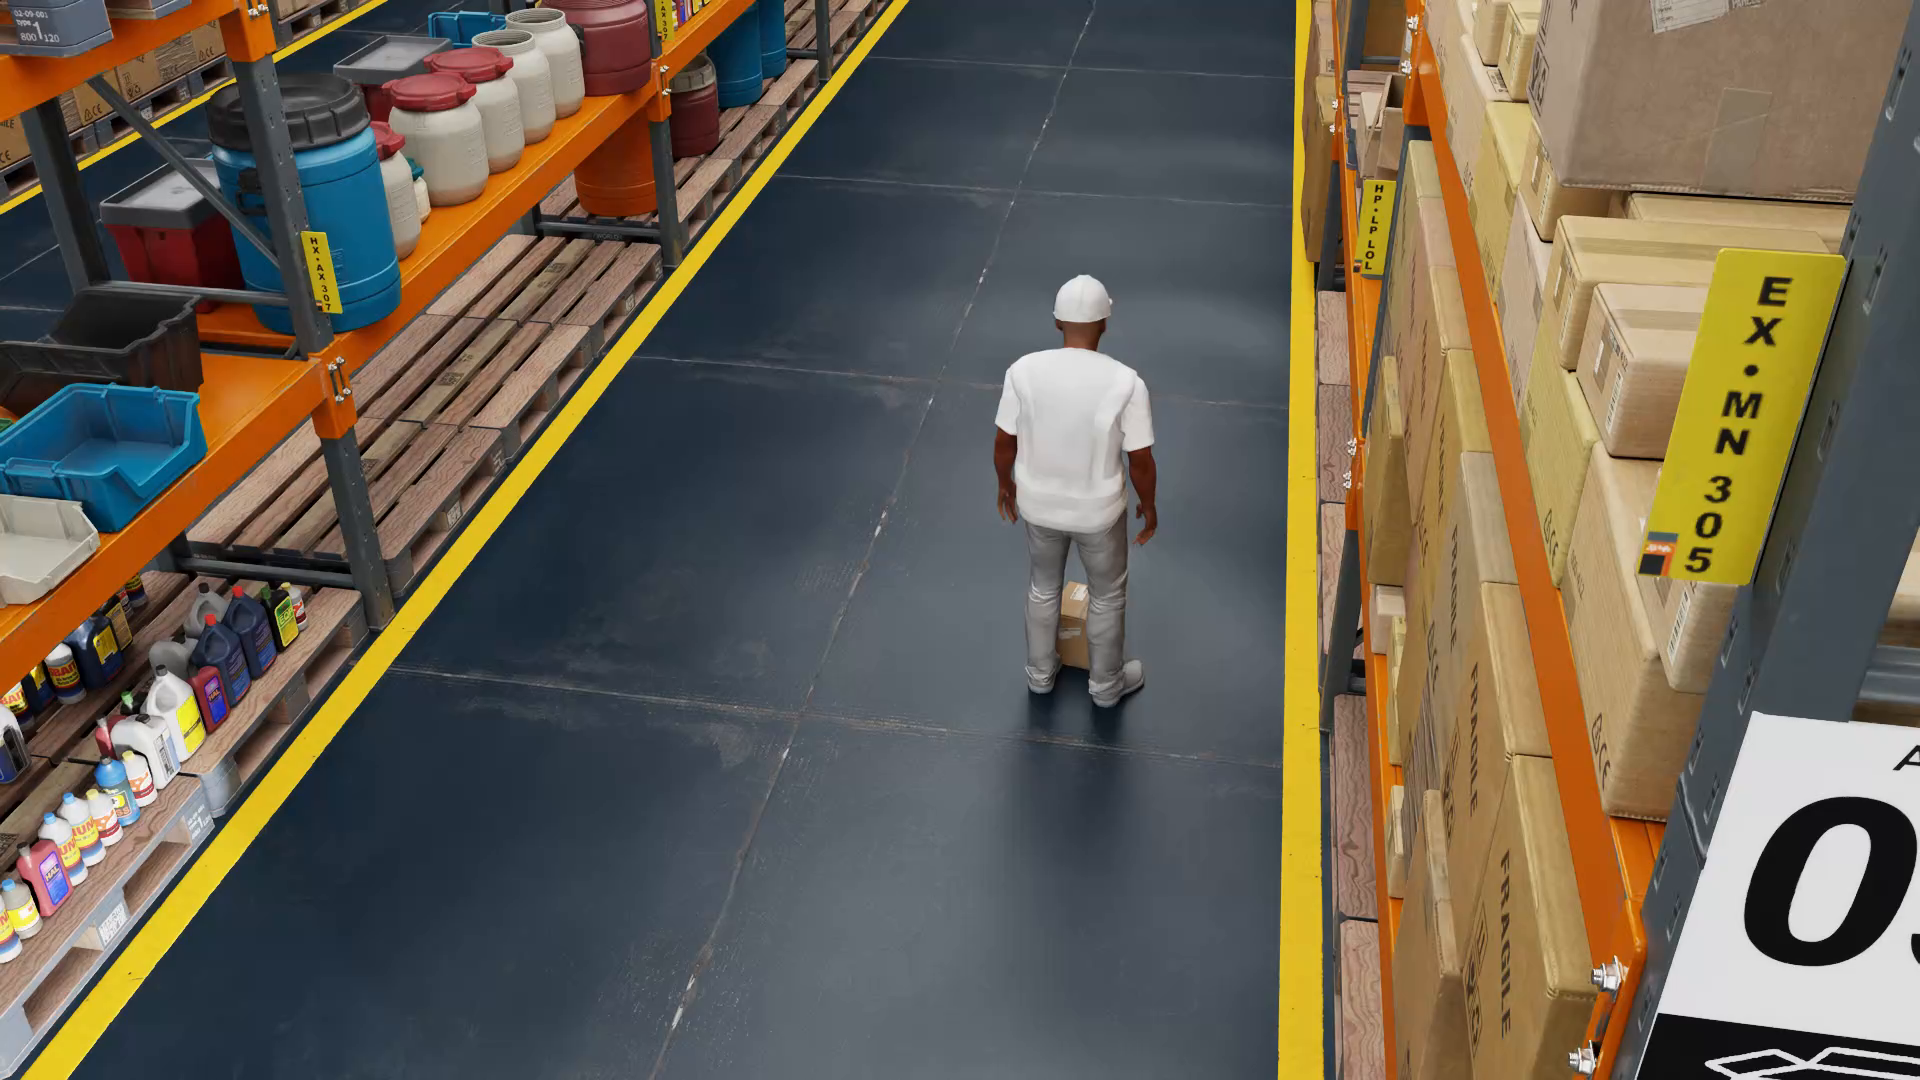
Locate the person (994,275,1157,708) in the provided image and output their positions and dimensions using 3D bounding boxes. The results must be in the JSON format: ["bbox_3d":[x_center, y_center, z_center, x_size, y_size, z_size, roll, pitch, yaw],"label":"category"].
[{"bbox_3d":[0.444,-0.163,6.380,0.635,1.760,0.455,11,34,17],"label":"person"}]
